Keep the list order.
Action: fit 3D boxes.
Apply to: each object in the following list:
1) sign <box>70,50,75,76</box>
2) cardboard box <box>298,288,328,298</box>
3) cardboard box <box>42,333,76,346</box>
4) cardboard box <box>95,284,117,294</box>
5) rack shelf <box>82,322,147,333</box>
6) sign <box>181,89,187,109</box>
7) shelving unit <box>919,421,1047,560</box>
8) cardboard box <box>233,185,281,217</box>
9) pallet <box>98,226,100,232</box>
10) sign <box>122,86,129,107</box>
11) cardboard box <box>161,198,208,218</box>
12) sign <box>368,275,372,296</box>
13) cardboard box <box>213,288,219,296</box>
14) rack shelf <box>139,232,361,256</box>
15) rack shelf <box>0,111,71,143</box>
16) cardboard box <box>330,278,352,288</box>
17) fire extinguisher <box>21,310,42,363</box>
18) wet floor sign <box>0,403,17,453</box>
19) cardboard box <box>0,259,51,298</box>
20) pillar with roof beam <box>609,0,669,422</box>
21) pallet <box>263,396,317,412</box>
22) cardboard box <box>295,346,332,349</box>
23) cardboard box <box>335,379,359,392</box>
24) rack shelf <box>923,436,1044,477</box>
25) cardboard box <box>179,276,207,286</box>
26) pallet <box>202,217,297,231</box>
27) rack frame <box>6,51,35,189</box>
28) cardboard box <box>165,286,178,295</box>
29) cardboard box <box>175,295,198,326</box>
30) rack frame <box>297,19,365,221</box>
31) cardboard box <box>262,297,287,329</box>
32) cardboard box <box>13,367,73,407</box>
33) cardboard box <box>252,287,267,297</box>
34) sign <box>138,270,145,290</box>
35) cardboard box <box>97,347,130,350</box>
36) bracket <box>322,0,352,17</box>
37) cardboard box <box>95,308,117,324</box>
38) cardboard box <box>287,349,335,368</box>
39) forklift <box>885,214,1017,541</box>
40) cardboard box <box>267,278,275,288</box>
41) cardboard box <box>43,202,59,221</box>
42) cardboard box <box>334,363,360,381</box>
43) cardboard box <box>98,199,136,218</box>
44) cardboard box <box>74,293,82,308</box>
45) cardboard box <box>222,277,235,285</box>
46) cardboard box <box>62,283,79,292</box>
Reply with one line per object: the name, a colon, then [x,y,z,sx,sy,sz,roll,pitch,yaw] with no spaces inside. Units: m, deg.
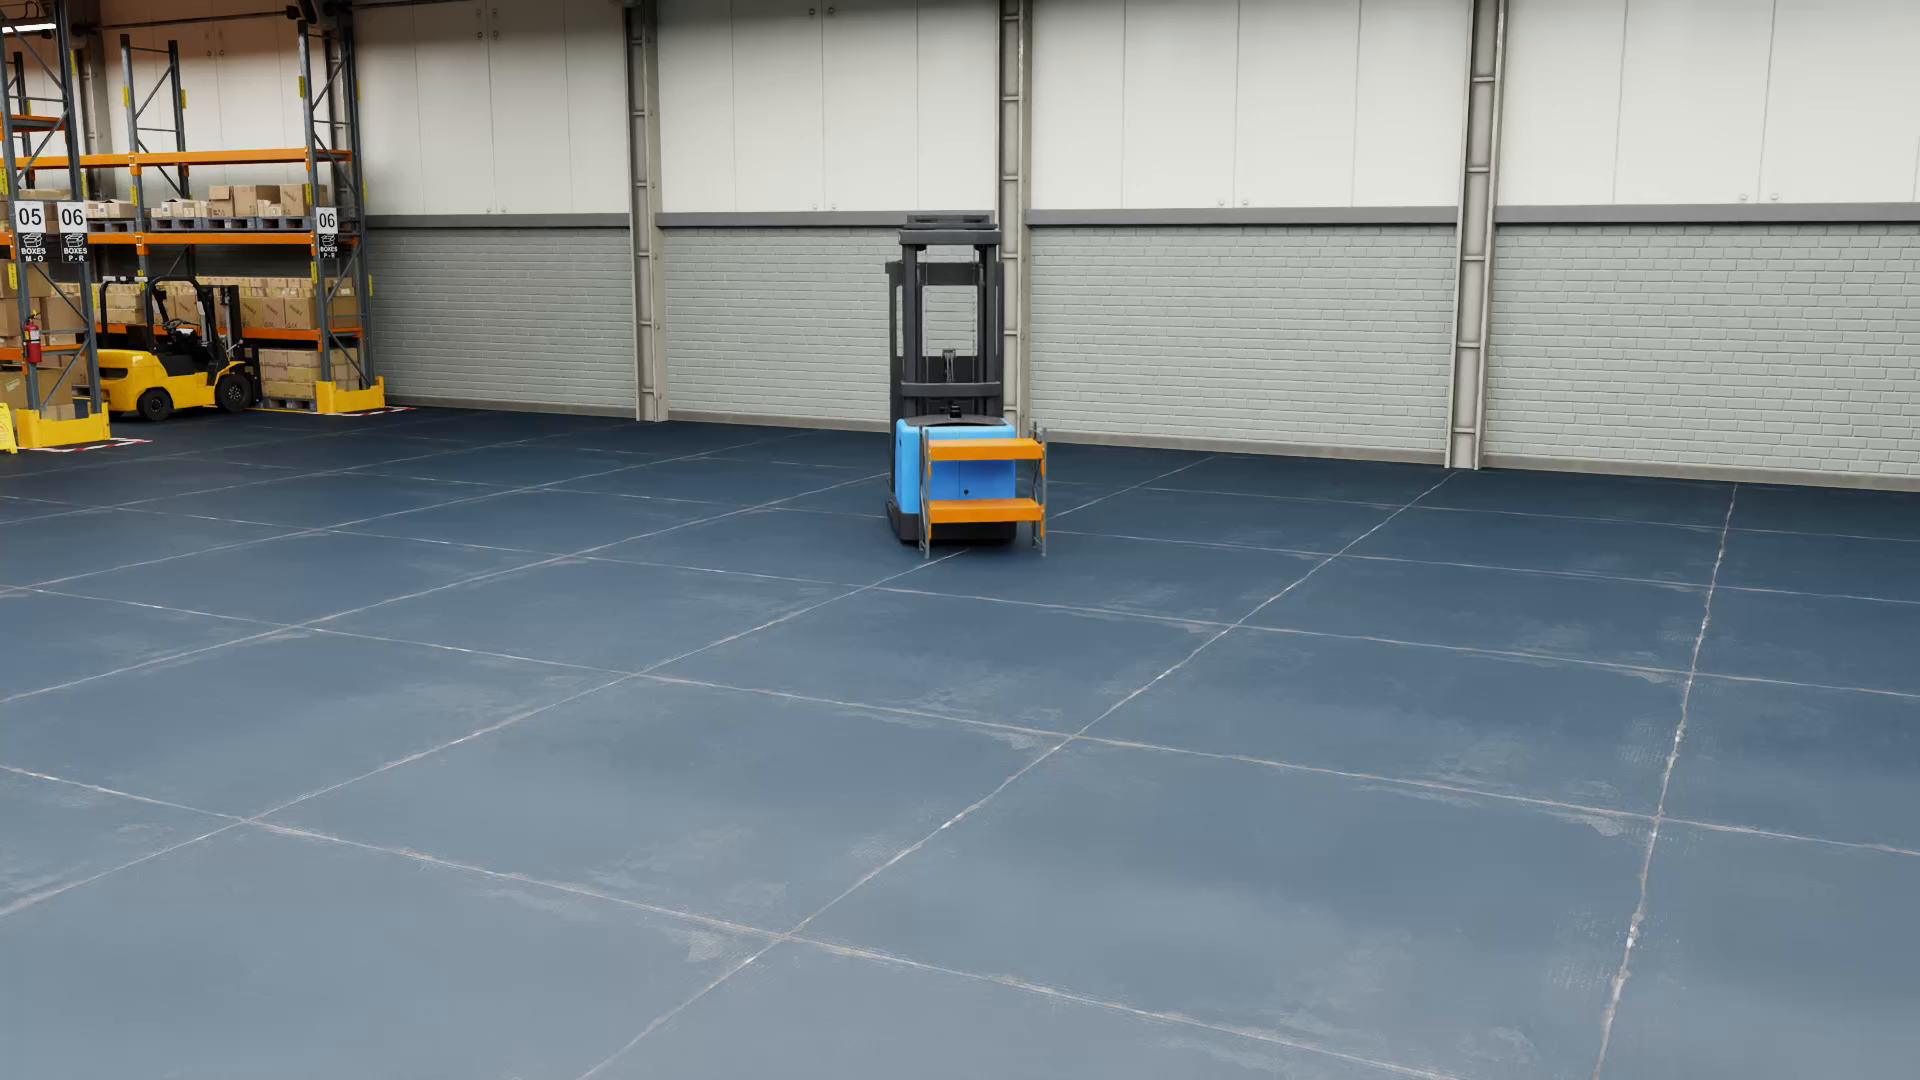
sign: [-11.785,-6.320,22.037,0.005,0.325,0.100,5,11,26]
cardboard box: [-10.267,-3.927,26.402,0.250,0.149,0.380,5,11,27]
cardboard box: [-12.238,-2.719,22.536,0.250,0.149,0.380,5,11,26]
cardboard box: [-14.554,-4.296,28.440,0.250,0.149,0.380,5,11,24]
rack shelf: [-15.213,-3.695,29.241,4.000,0.370,1.077,5,11,26]
sign: [-13.151,-7.467,28.154,0.005,0.325,0.100,5,11,26]
shelving unit: [0.191,-0.441,14.508,1.048,1.125,0.538,-1,10,-8]
cardboard box: [-11.211,-5.449,26.754,0.500,0.500,0.700,5,11,26]
pallet: [-15.354,-5.462,29.097,1.213,0.211,1.003,6,12,28]
sign: [-13.648,-7.254,27.198,0.005,0.325,0.100,5,11,26]
cardboard box: [-12.781,-5.475,27.424,0.500,0.311,0.500,5,12,27]
sign: [-9.581,-4.129,26.968,0.005,0.325,0.100,5,11,26]
cardboard box: [-12.114,-4.087,27.286,0.250,0.149,0.380,5,11,24]
rack shelf: [-11.625,-4.855,27.233,4.000,0.370,1.077,5,11,26]
rack shelf: [-13.818,-5.537,22.584,4.000,0.370,1.077,5,11,26]
cardboard box: [-10.038,-4.151,26.806,0.250,0.149,0.380,5,11,25]
fire extinguisher: [-12.126,-2.662,21.733,0.183,0.674,0.296,5,11,26]
wet floor sign: [-12.328,-1.438,21.366,0.267,0.644,0.232,-10,14,-43]
cardboard box: [-12.579,-3.476,22.088,0.500,0.500,0.700,5,11,24]
pillar with roof beam: [-6.582,-5.566,20.718,0.548,9.000,9.100,5,11,26]
pallet: [-10.536,-2.257,27.109,1.213,0.211,1.003,5,11,26]
cardboard box: [-10.629,-3.028,27.274,0.500,0.250,0.500,5,11,26]
cardboard box: [-10.186,-2.499,27.159,0.500,0.250,0.500,5,11,26]
rack shelf: [0.191,-0.729,14.456,1.000,0.278,0.538,-1,10,-8]
cardboard box: [-12.757,-4.308,27.676,0.250,0.149,0.380,5,11,25]
pallet: [-11.553,-5.164,27.166,1.213,0.211,1.003,5,11,26]
rack frame: [-17.006,-7.158,29.514,0.127,3.000,1.000,5,11,26]
cardboard box: [-13.017,-4.172,27.757,0.250,0.149,0.380,5,12,27]
cardboard box: [-12.662,-3.825,27.662,0.500,0.500,0.500,5,12,27]
rack frame: [-9.832,-6.528,26.031,0.127,3.000,1.000,5,11,26]
cardboard box: [-10.850,-3.664,26.773,0.500,0.500,0.500,5,12,28]
cardboard box: [-12.647,-2.115,22.929,0.500,0.500,0.500,5,11,24]
cardboard box: [-11.192,-4.007,26.847,0.250,0.149,0.380,5,11,24]
sign: [-13.650,-4.334,27.727,0.005,0.325,0.100,5,11,26]
cardboard box: [-14.584,-3.031,29.043,0.625,0.625,0.875,5,11,25]
bracket: [-9.842,-8.408,26.315,0.430,0.232,0.235,5,11,26]
cardboard box: [-14.440,-3.854,28.522,0.500,0.250,0.500,5,11,25]
cardboard box: [-10.383,-2.908,26.609,0.500,0.250,0.500,5,12,28]
forklift: [-0.151,-1.646,16.097,1.130,2.935,3.031,-1,10,-6]
cardboard box: [-10.918,-4.147,26.786,0.250,0.149,0.380,5,11,26]
cardboard box: [-12.358,-4.413,22.357,0.500,0.250,0.500,5,11,25]
cardboard box: [-10.162,-2.746,27.116,0.500,0.250,0.500,5,12,27]
cardboard box: [-14.176,-5.597,28.101,0.500,0.311,0.500,5,11,24]
cardboard box: [-14.893,-4.142,28.709,0.500,0.250,0.500,5,12,27]
cardboard box: [-11.843,-4.228,27.229,0.250,0.149,0.380,5,11,26]
cardboard box: [-15.412,-4.397,29.002,0.250,0.149,0.380,5,11,26]
